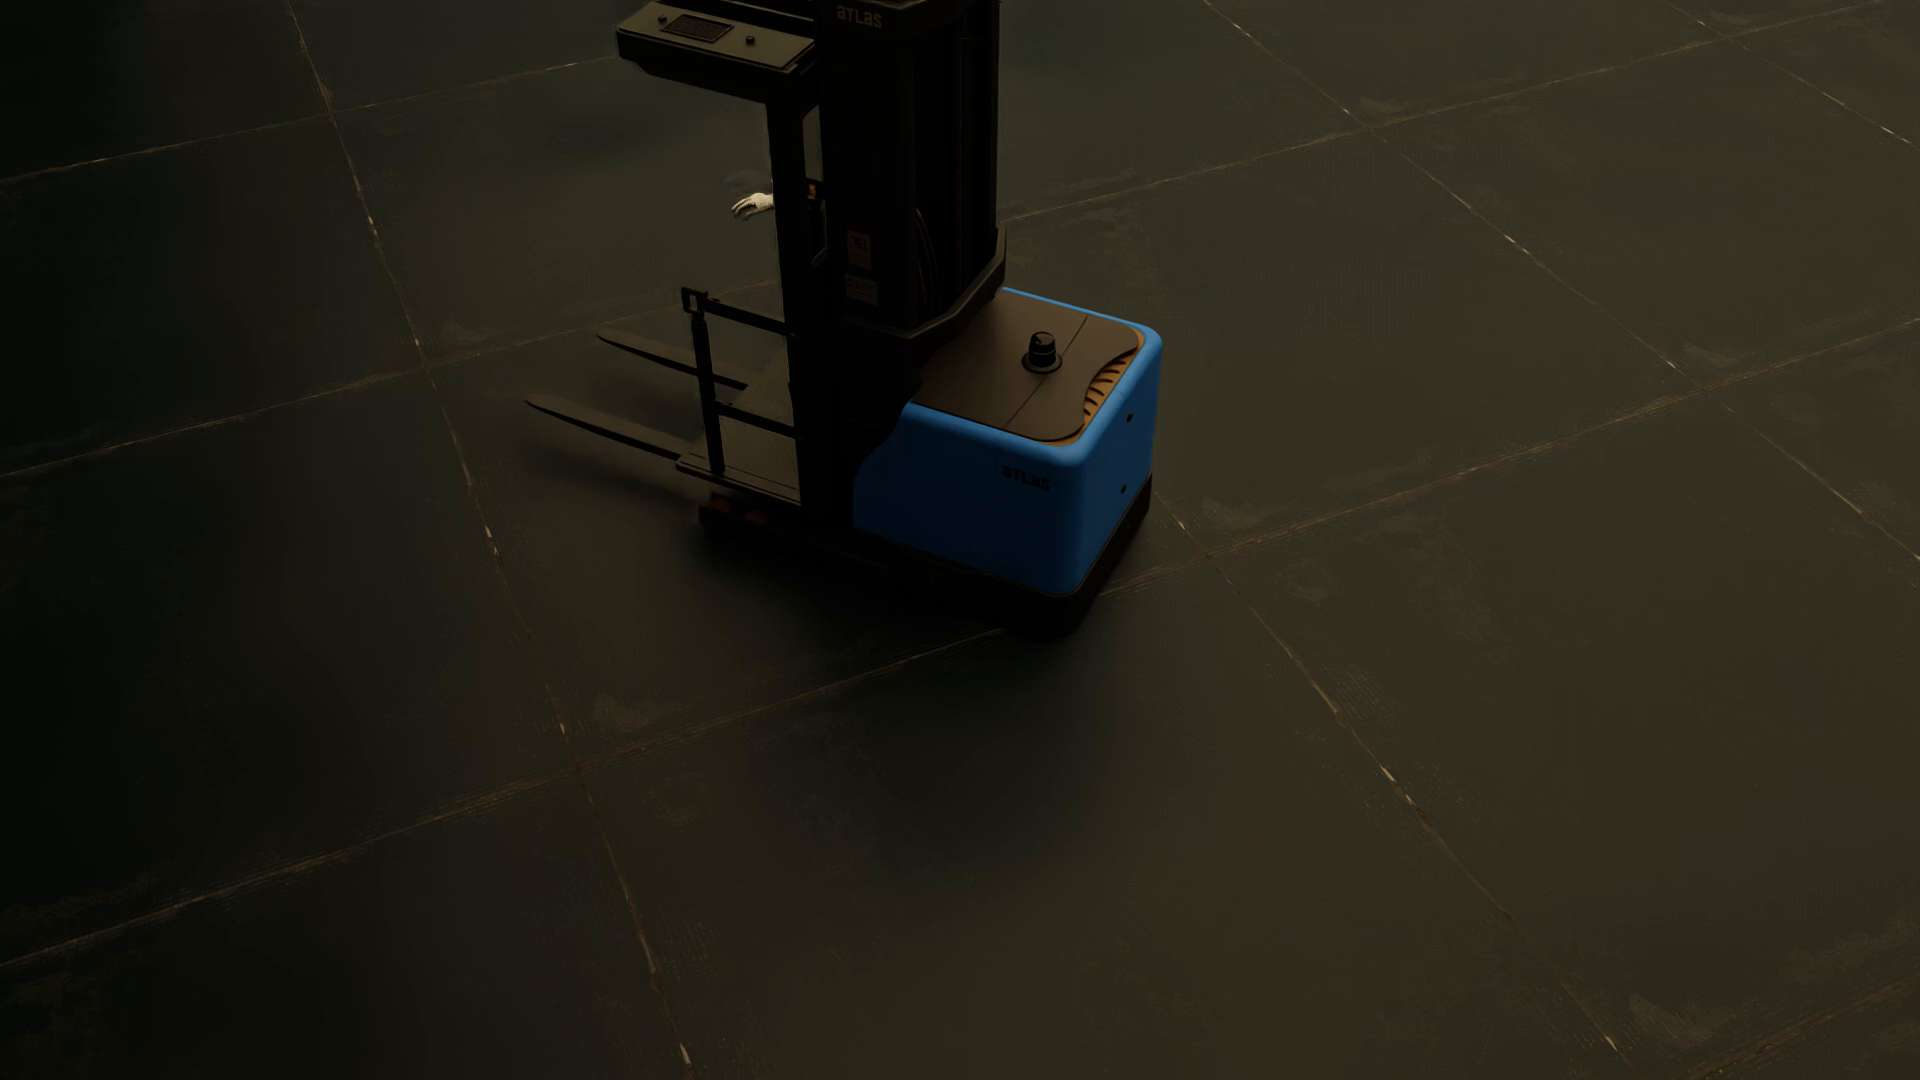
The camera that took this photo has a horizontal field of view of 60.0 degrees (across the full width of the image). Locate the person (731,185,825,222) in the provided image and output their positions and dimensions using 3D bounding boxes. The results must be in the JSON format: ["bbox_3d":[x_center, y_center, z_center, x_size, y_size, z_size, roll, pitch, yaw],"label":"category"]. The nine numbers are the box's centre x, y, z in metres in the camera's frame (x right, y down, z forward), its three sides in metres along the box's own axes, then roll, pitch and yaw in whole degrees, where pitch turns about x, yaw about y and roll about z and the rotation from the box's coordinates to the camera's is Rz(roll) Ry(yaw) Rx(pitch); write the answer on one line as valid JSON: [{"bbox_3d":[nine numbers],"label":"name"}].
[{"bbox_3d":[-0.680,-1.724,8.569,1.108,1.541,0.889,-12,44,-13],"label":"person"}]

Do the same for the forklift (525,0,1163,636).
[{"bbox_3d":[-0.656,-1.352,7.129,3.031,2.935,1.130,19,46,19],"label":"forklift"}]
